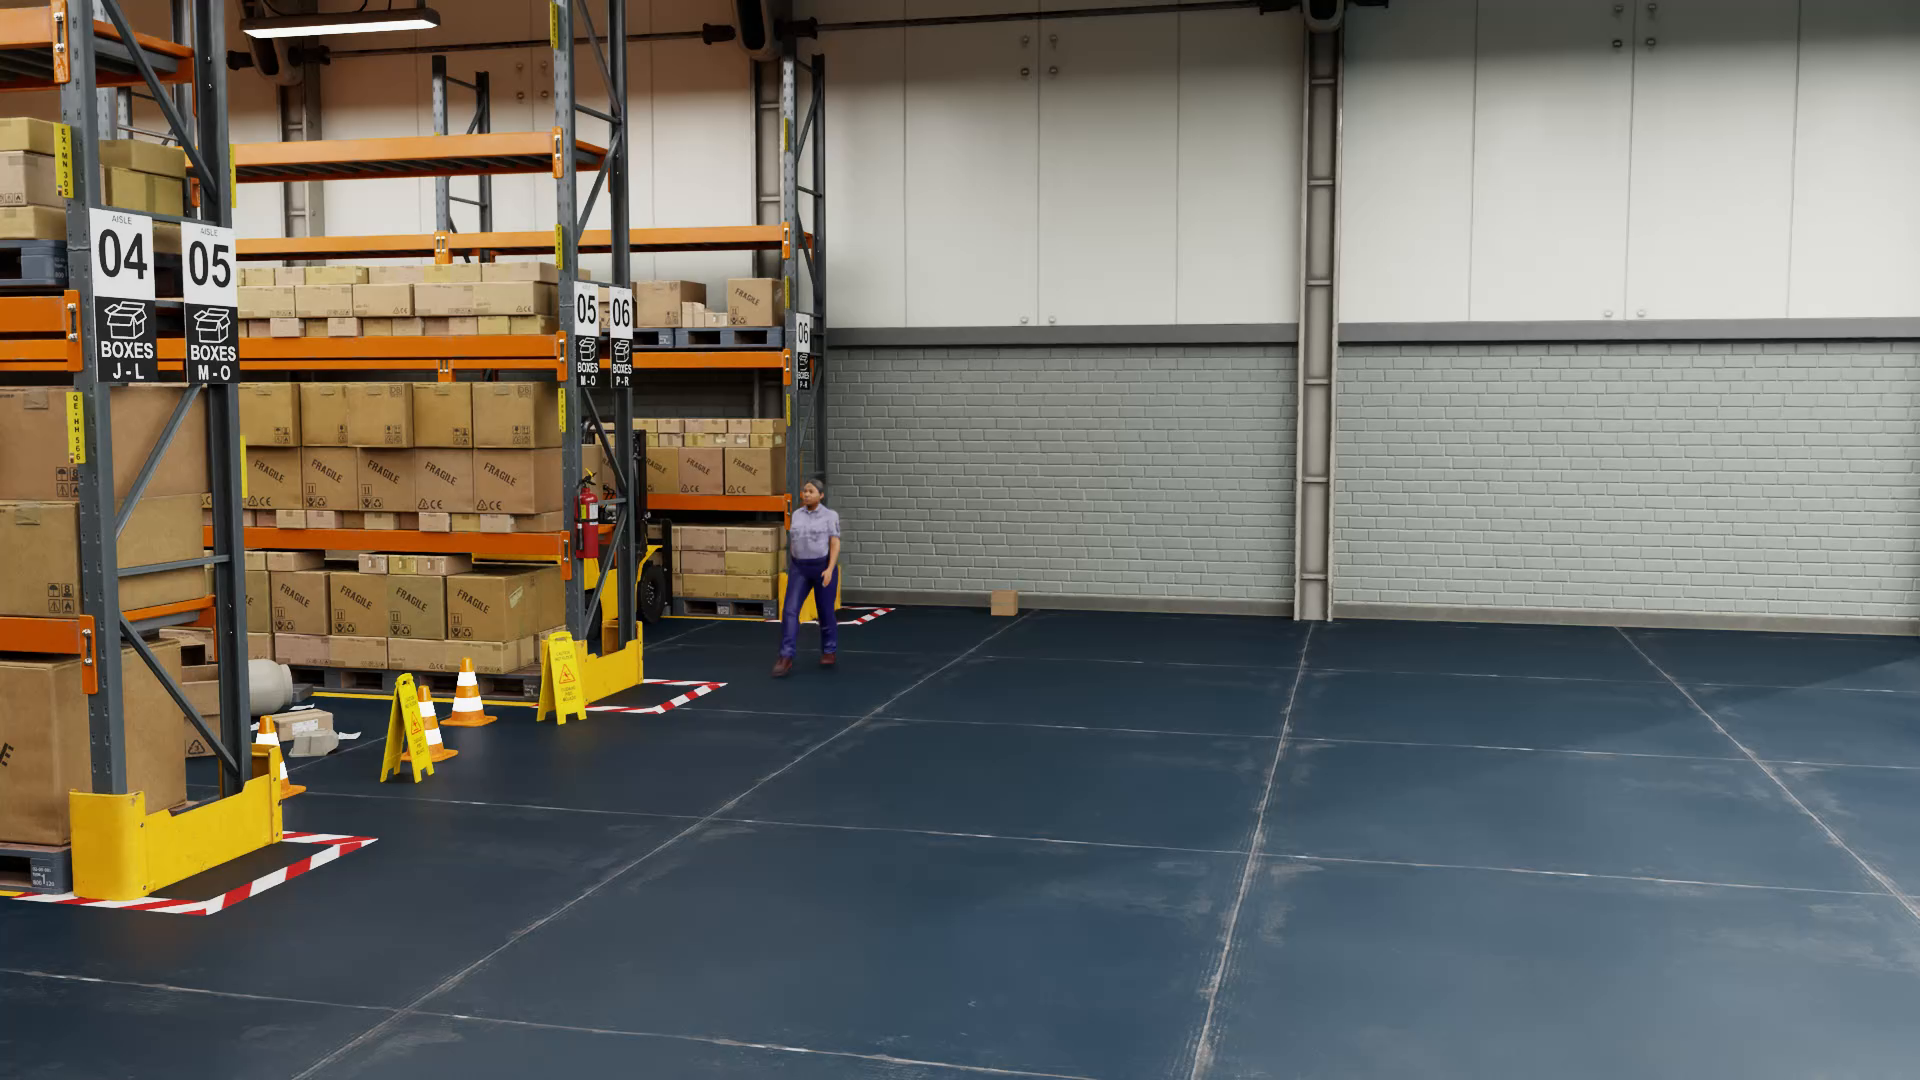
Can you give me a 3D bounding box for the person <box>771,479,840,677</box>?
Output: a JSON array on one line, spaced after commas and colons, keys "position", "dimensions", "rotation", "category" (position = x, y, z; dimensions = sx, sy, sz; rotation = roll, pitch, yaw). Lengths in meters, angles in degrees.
[{"position": [-1.274, 0.297, 14.131], "dimensions": [0.490, 1.626, 0.856], "rotation": [1, 5, 15], "category": "person"}]
